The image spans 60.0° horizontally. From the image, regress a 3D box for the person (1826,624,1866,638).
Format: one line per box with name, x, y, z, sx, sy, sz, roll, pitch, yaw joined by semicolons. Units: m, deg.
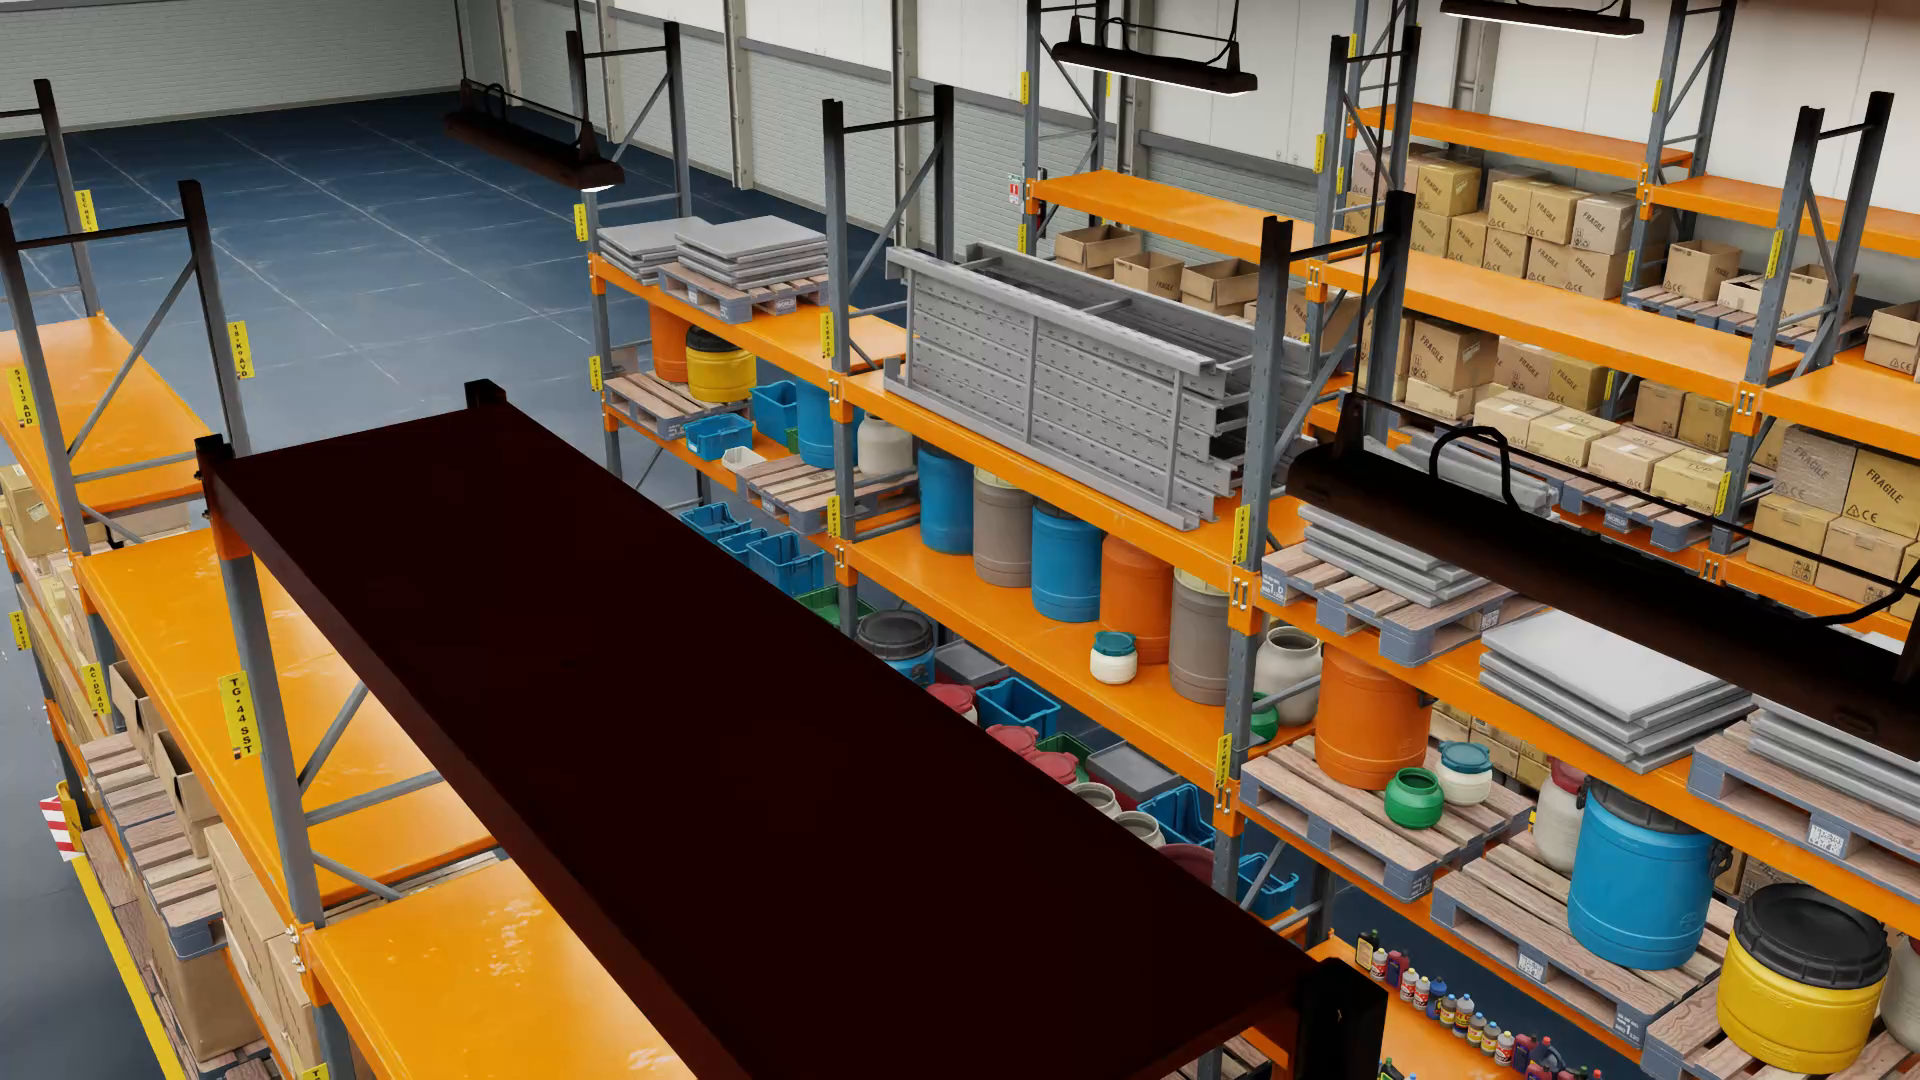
person;7.988;0.879;14.977;0.566;1.776;0.479;-2;25;-5
